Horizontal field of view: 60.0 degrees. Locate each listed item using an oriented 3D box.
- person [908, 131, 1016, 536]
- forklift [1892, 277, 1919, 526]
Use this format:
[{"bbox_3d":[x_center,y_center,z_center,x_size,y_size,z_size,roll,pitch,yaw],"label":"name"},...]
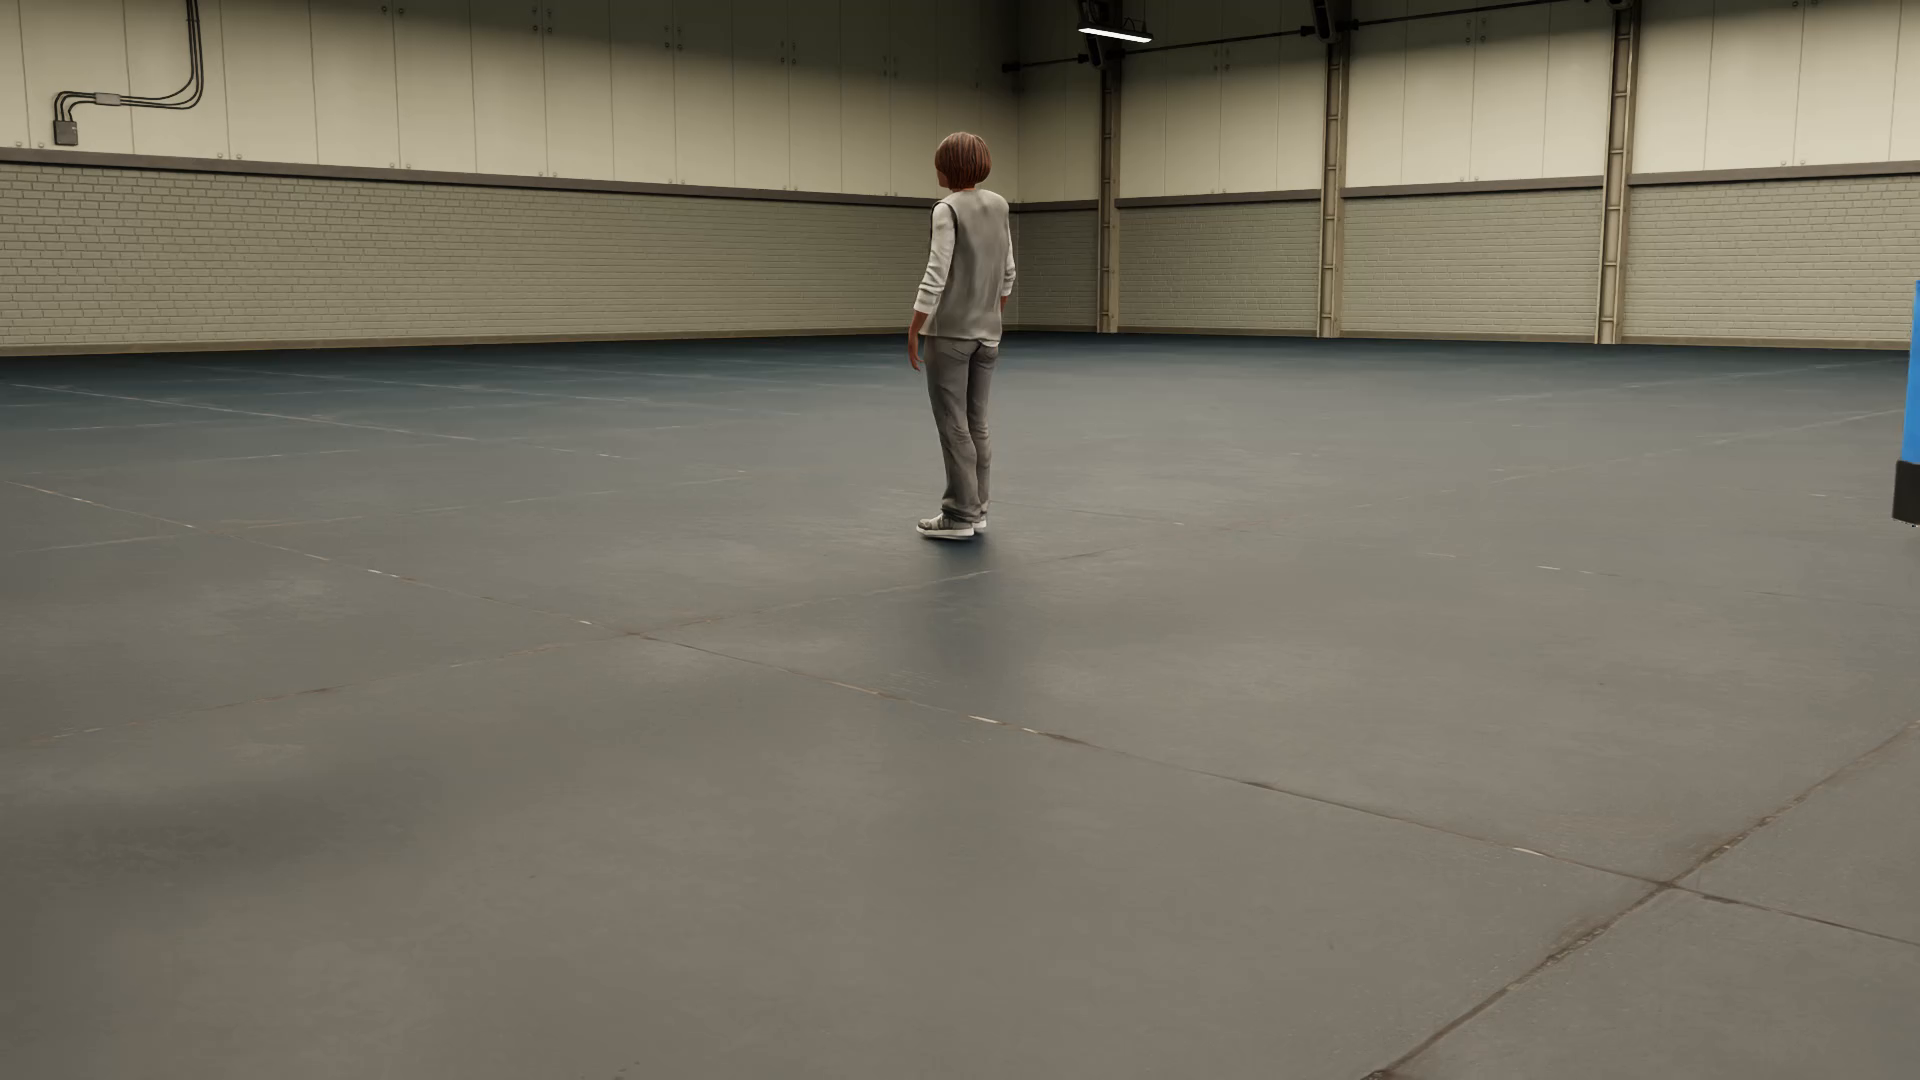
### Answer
[{"bbox_3d":[-0.043,-0.806,6.658,0.475,1.597,0.520,8,12,43],"label":"person"},{"bbox_3d":[5.296,-1.382,6.048,3.031,2.935,1.130,1,9,6],"label":"forklift"}]
